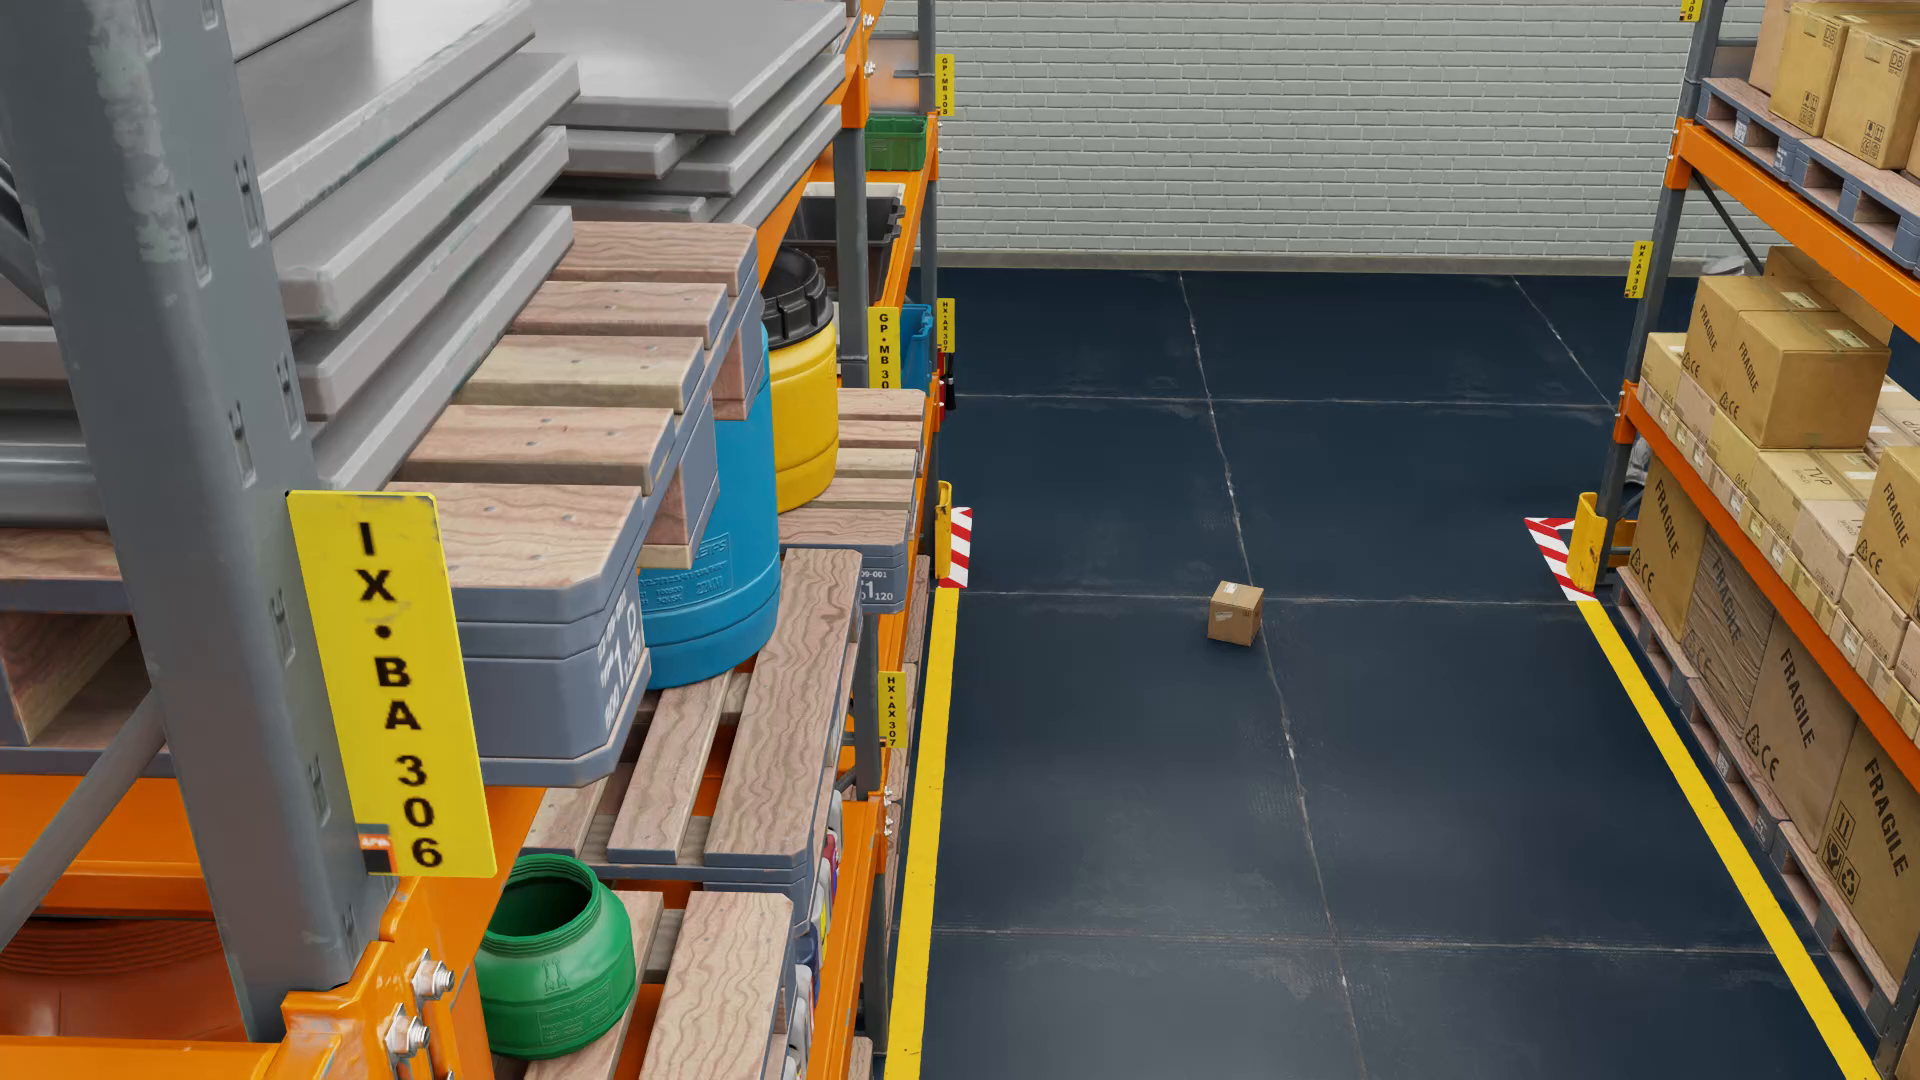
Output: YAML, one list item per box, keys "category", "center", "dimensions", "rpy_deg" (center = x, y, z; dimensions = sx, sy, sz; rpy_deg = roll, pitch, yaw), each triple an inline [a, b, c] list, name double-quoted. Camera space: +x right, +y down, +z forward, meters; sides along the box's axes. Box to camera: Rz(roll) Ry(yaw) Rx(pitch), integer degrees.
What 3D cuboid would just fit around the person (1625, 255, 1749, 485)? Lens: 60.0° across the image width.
- category: "person"
  center: [4.929, -1.074, 10.806]
  dimensions: [0.978, 1.625, 0.508]
  rpy_deg: [-2, 28, -3]
